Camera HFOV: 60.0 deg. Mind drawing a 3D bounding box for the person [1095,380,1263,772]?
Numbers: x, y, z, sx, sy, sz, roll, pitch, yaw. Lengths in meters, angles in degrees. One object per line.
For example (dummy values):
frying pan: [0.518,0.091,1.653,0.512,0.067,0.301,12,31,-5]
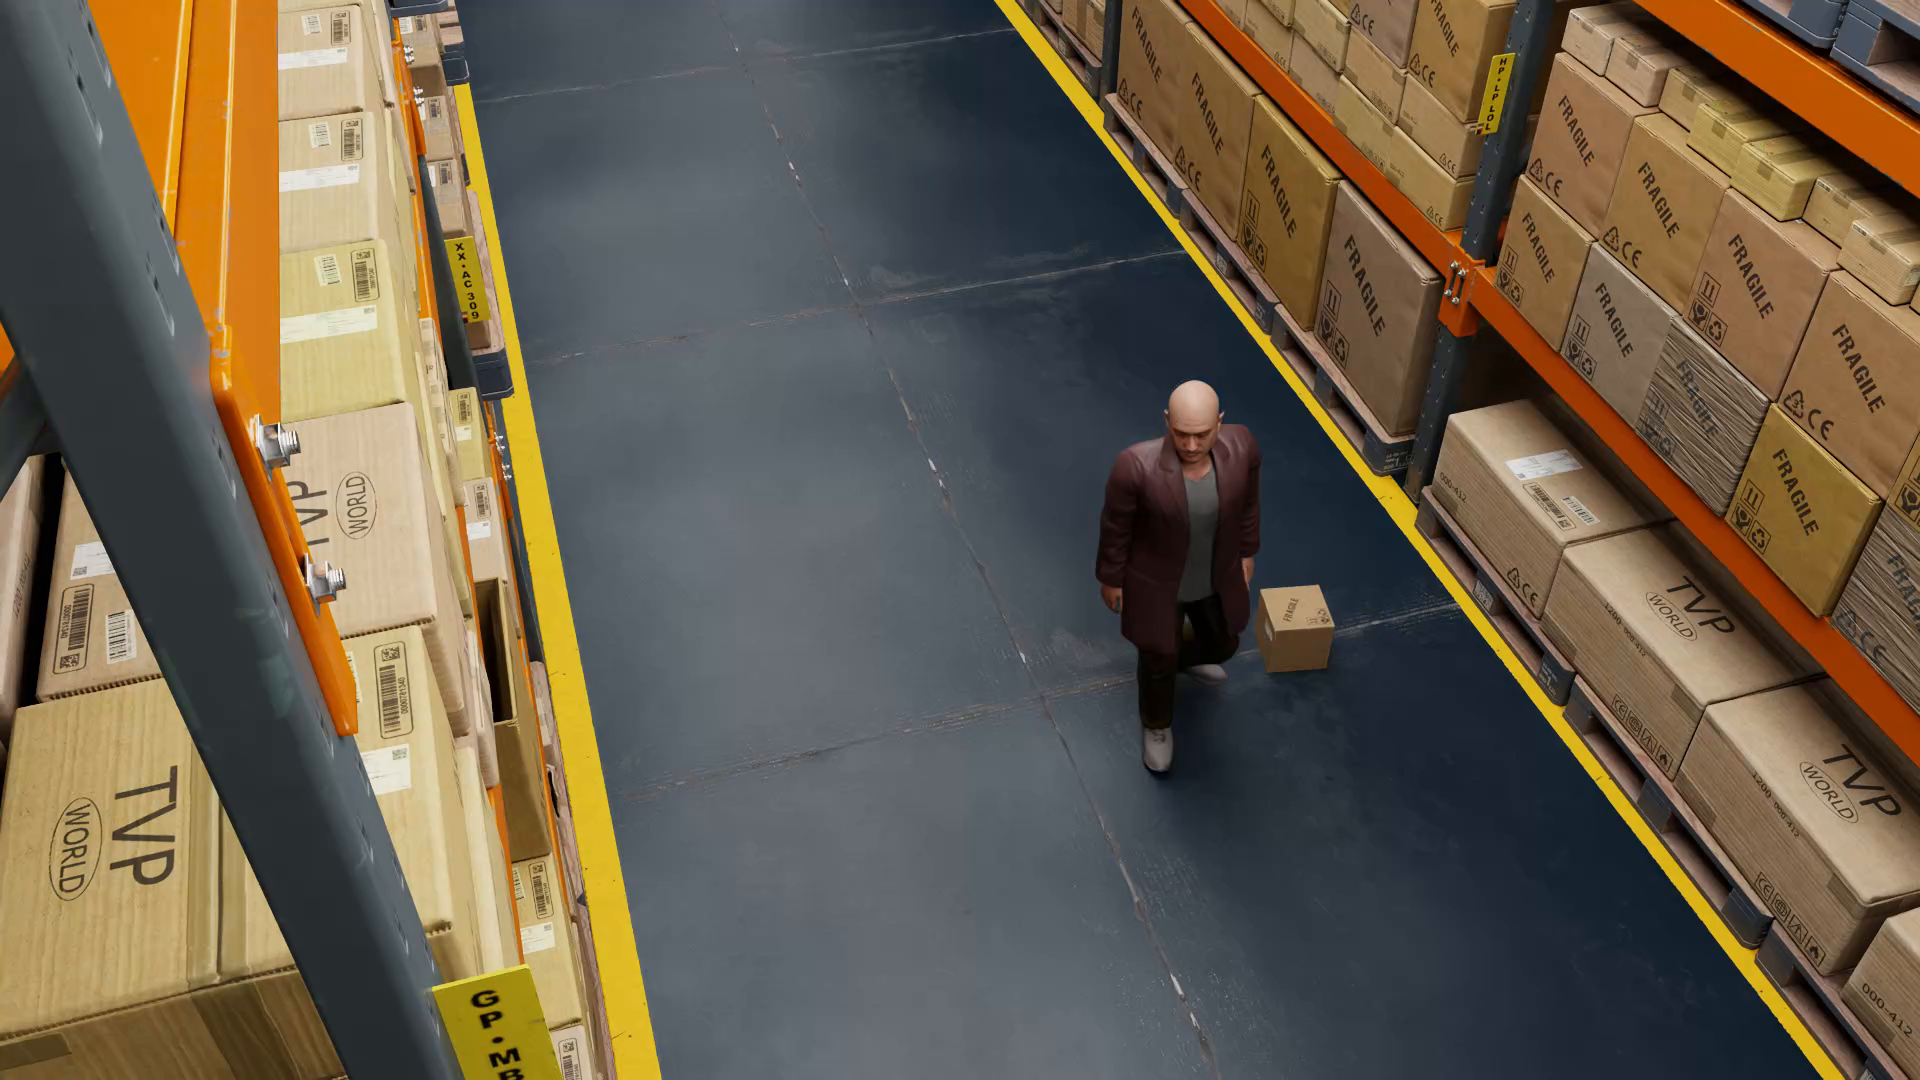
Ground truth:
person: [0.789,0.063,6.111,0.630,1.771,0.592,-10,43,-11]
